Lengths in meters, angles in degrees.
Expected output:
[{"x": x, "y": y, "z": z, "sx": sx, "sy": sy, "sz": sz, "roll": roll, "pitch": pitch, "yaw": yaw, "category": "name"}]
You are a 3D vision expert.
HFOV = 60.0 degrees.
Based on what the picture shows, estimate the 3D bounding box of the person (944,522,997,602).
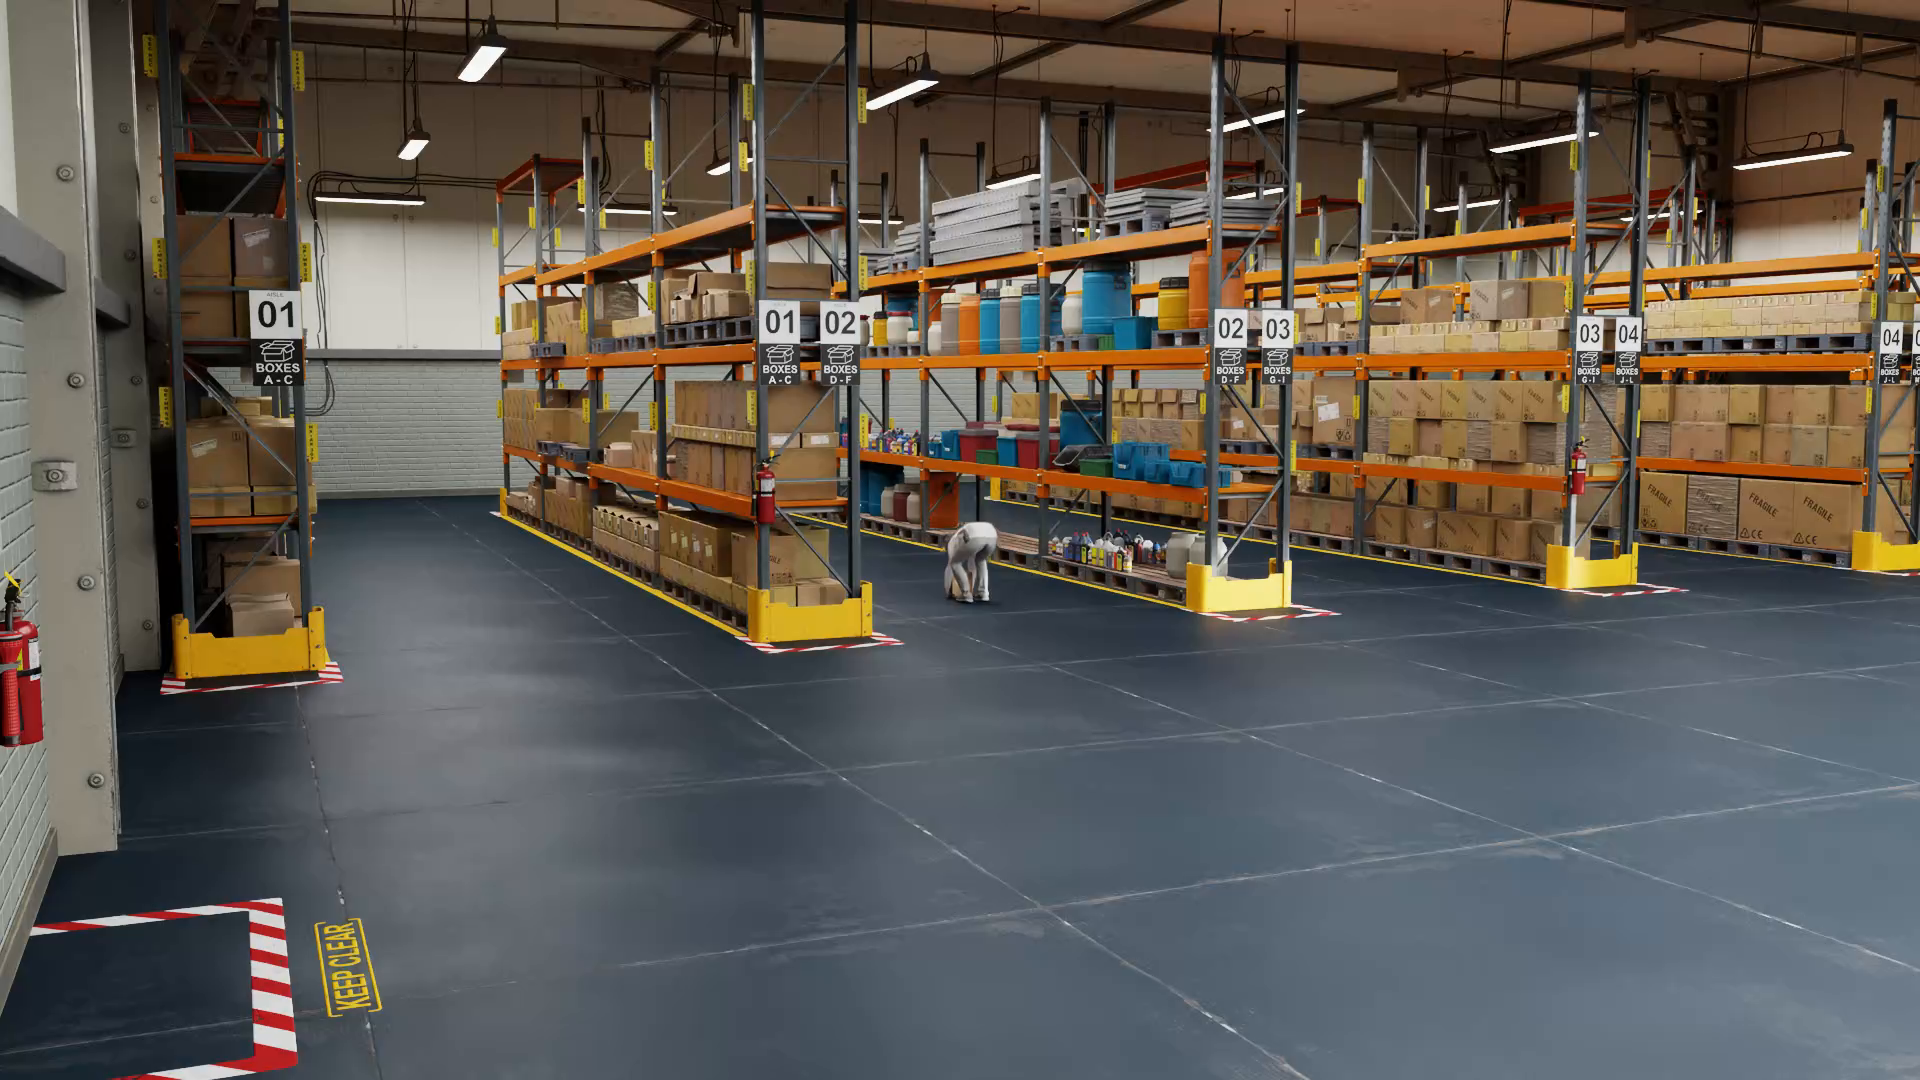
[{"x": 0.091, "y": 0.232, "z": 18.637, "sx": 0.455, "sy": 0.889, "sz": 0.880, "roll": -3, "pitch": 6, "yaw": -26, "category": "person"}]
